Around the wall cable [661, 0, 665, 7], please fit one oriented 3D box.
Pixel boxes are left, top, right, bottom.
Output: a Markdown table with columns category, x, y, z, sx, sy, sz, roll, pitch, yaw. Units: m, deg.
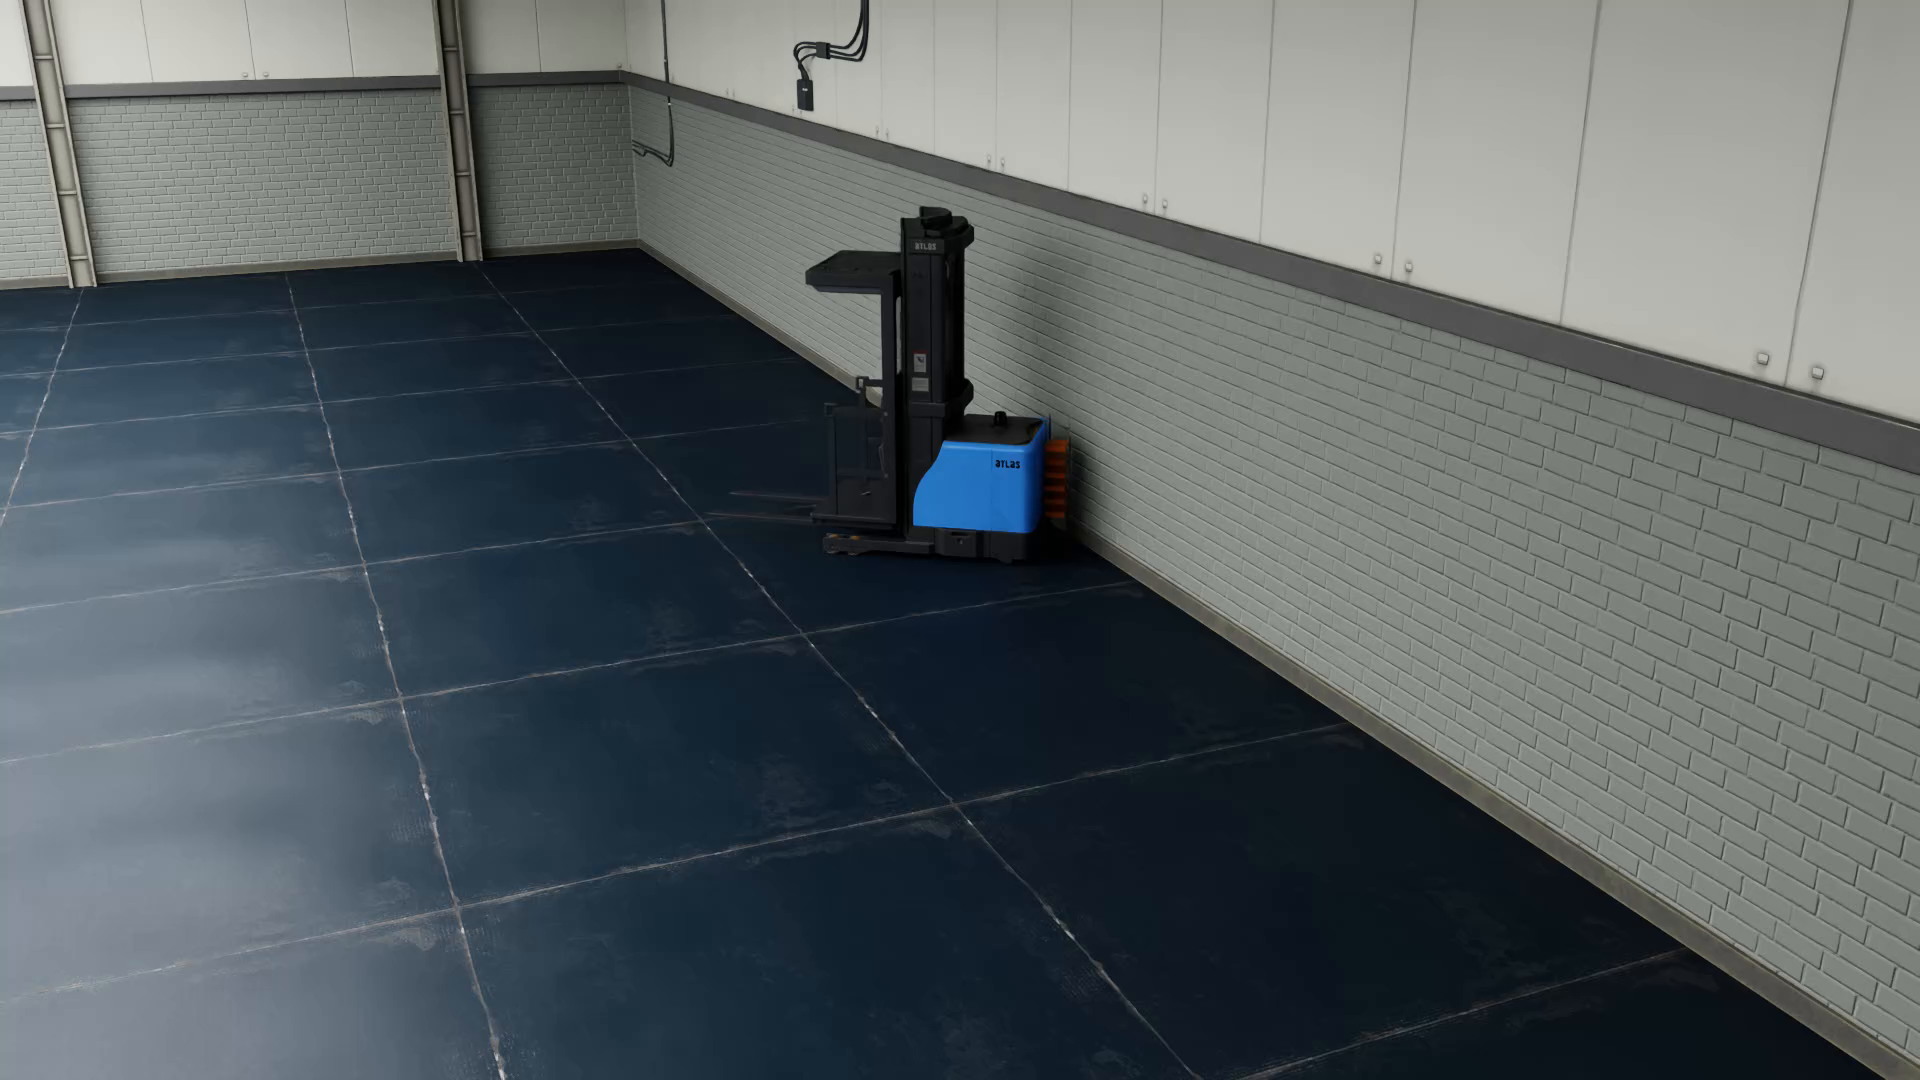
| category | x | y | z | sx | sy | sz | roll | pitch | yaw |
| --- | --- | --- | --- | --- | --- | --- | --- | --- | --- |
| wall cable | -4.183 | -9.176 | 24.604 | 0.112 | 2.526 | 3.097 | -8 | 21 | -22 |

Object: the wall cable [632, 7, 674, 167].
| category | x | y | z | sx | sy | sz | roll | pitch | yaw |
| --- | --- | --- | --- | --- | --- | --- | --- | --- | --- |
| wall cable | -5.255 | -7.619 | 27.786 | 0.112 | 2.526 | 3.097 | -8 | 21 | -22 |

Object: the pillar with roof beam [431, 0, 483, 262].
| category | x | y | z | sx | sy | sz | roll | pitch | yaw |
| --- | --- | --- | --- | --- | --- | --- | --- | --- | --- |
| pillar with roof beam | -6.779 | -7.786 | 23.586 | 0.400 | 9.000 | 9.100 | -8 | 21 | -22 |

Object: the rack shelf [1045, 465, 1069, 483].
| category | x | y | z | sx | sy | sz | roll | pitch | yaw |
| --- | --- | --- | --- | --- | --- | --- | --- | --- | --- |
| rack shelf | 0.856 | -0.579 | 14.633 | 0.180 | 0.103 | 0.258 | 4 | 20 | 12 |

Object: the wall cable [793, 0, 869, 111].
| category | x | y | z | sx | sy | sz | roll | pitch | yaw |
| --- | --- | --- | --- | --- | --- | --- | --- | --- | --- |
| wall cable | -1.509 | -7.790 | 18.477 | 0.169 | 6.003 | 2.305 | -8 | 21 | -22 |

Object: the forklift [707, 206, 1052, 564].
| category | x | y | z | sx | sy | sz | roll | pitch | yaw |
| --- | --- | --- | --- | --- | --- | --- | --- | --- | --- |
| forklift | -0.738 | -1.414 | 14.624 | 3.031 | 2.935 | 1.130 | 4 | 20 | 12 |

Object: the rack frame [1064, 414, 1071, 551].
| category | x | y | z | sx | sy | sz | roll | pitch | yaw |
| --- | --- | --- | --- | --- | --- | --- | --- | --- | --- |
| rack frame | 0.946 | -0.502 | 14.640 | 0.006 | 1.200 | 0.240 | 4 | 20 | 12 |

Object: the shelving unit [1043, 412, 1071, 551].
| category | x | y | z | sx | sy | sz | roll | pitch | yaw |
| --- | --- | --- | --- | --- | --- | --- | --- | --- | --- |
| shelving unit | 0.856 | -0.508 | 14.658 | 0.189 | 1.200 | 0.258 | 4 | 20 | 12 |

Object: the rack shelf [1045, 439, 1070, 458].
| category | x | y | z | sx | sy | sz | roll | pitch | yaw |
| --- | --- | --- | --- | --- | --- | --- | --- | --- | --- |
| rack shelf | 0.856 | -0.806 | 14.554 | 0.180 | 0.103 | 0.258 | 4 | 20 | 12 |

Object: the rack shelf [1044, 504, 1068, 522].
| category | x | y | z | sx | sy | sz | roll | pitch | yaw |
| --- | --- | --- | --- | --- | --- | --- | --- | --- | --- |
| rack shelf | 0.856 | -0.240 | 14.753 | 0.180 | 0.103 | 0.258 | 4 | 20 | 12 |

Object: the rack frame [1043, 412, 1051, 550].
| category | x | y | z | sx | sy | sz | roll | pitch | yaw |
| --- | --- | --- | --- | --- | --- | --- | --- | --- | --- |
| rack frame | 0.767 | -0.515 | 14.677 | 0.006 | 1.200 | 0.240 | 4 | 20 | 12 |

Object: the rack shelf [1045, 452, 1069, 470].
| category | x | y | z | sx | sy | sz | roll | pitch | yaw |
| --- | --- | --- | --- | --- | --- | --- | --- | --- | --- |
| rack shelf | 0.856 | -0.693 | 14.593 | 0.180 | 0.103 | 0.258 | 4 | 20 | 12 |

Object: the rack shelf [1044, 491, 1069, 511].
| category | x | y | z | sx | sy | sz | roll | pitch | yaw |
| --- | --- | --- | --- | --- | --- | --- | --- | --- | --- |
| rack shelf | 0.856 | -0.353 | 14.713 | 0.180 | 0.103 | 0.258 | 4 | 20 | 12 |

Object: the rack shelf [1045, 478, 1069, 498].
| category | x | y | z | sx | sy | sz | roll | pitch | yaw |
| --- | --- | --- | --- | --- | --- | --- | --- | --- | --- |
| rack shelf | 0.856 | -0.466 | 14.673 | 0.180 | 0.103 | 0.258 | 4 | 20 | 12 |

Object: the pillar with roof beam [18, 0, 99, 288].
| category | x | y | z | sx | sy | sz | roll | pitch | yaw |
| --- | --- | --- | --- | --- | --- | --- | --- | --- | --- |
| pillar with roof beam | -12.288 | -6.997 | 21.345 | 0.400 | 9.000 | 9.100 | -8 | 21 | -22 |
